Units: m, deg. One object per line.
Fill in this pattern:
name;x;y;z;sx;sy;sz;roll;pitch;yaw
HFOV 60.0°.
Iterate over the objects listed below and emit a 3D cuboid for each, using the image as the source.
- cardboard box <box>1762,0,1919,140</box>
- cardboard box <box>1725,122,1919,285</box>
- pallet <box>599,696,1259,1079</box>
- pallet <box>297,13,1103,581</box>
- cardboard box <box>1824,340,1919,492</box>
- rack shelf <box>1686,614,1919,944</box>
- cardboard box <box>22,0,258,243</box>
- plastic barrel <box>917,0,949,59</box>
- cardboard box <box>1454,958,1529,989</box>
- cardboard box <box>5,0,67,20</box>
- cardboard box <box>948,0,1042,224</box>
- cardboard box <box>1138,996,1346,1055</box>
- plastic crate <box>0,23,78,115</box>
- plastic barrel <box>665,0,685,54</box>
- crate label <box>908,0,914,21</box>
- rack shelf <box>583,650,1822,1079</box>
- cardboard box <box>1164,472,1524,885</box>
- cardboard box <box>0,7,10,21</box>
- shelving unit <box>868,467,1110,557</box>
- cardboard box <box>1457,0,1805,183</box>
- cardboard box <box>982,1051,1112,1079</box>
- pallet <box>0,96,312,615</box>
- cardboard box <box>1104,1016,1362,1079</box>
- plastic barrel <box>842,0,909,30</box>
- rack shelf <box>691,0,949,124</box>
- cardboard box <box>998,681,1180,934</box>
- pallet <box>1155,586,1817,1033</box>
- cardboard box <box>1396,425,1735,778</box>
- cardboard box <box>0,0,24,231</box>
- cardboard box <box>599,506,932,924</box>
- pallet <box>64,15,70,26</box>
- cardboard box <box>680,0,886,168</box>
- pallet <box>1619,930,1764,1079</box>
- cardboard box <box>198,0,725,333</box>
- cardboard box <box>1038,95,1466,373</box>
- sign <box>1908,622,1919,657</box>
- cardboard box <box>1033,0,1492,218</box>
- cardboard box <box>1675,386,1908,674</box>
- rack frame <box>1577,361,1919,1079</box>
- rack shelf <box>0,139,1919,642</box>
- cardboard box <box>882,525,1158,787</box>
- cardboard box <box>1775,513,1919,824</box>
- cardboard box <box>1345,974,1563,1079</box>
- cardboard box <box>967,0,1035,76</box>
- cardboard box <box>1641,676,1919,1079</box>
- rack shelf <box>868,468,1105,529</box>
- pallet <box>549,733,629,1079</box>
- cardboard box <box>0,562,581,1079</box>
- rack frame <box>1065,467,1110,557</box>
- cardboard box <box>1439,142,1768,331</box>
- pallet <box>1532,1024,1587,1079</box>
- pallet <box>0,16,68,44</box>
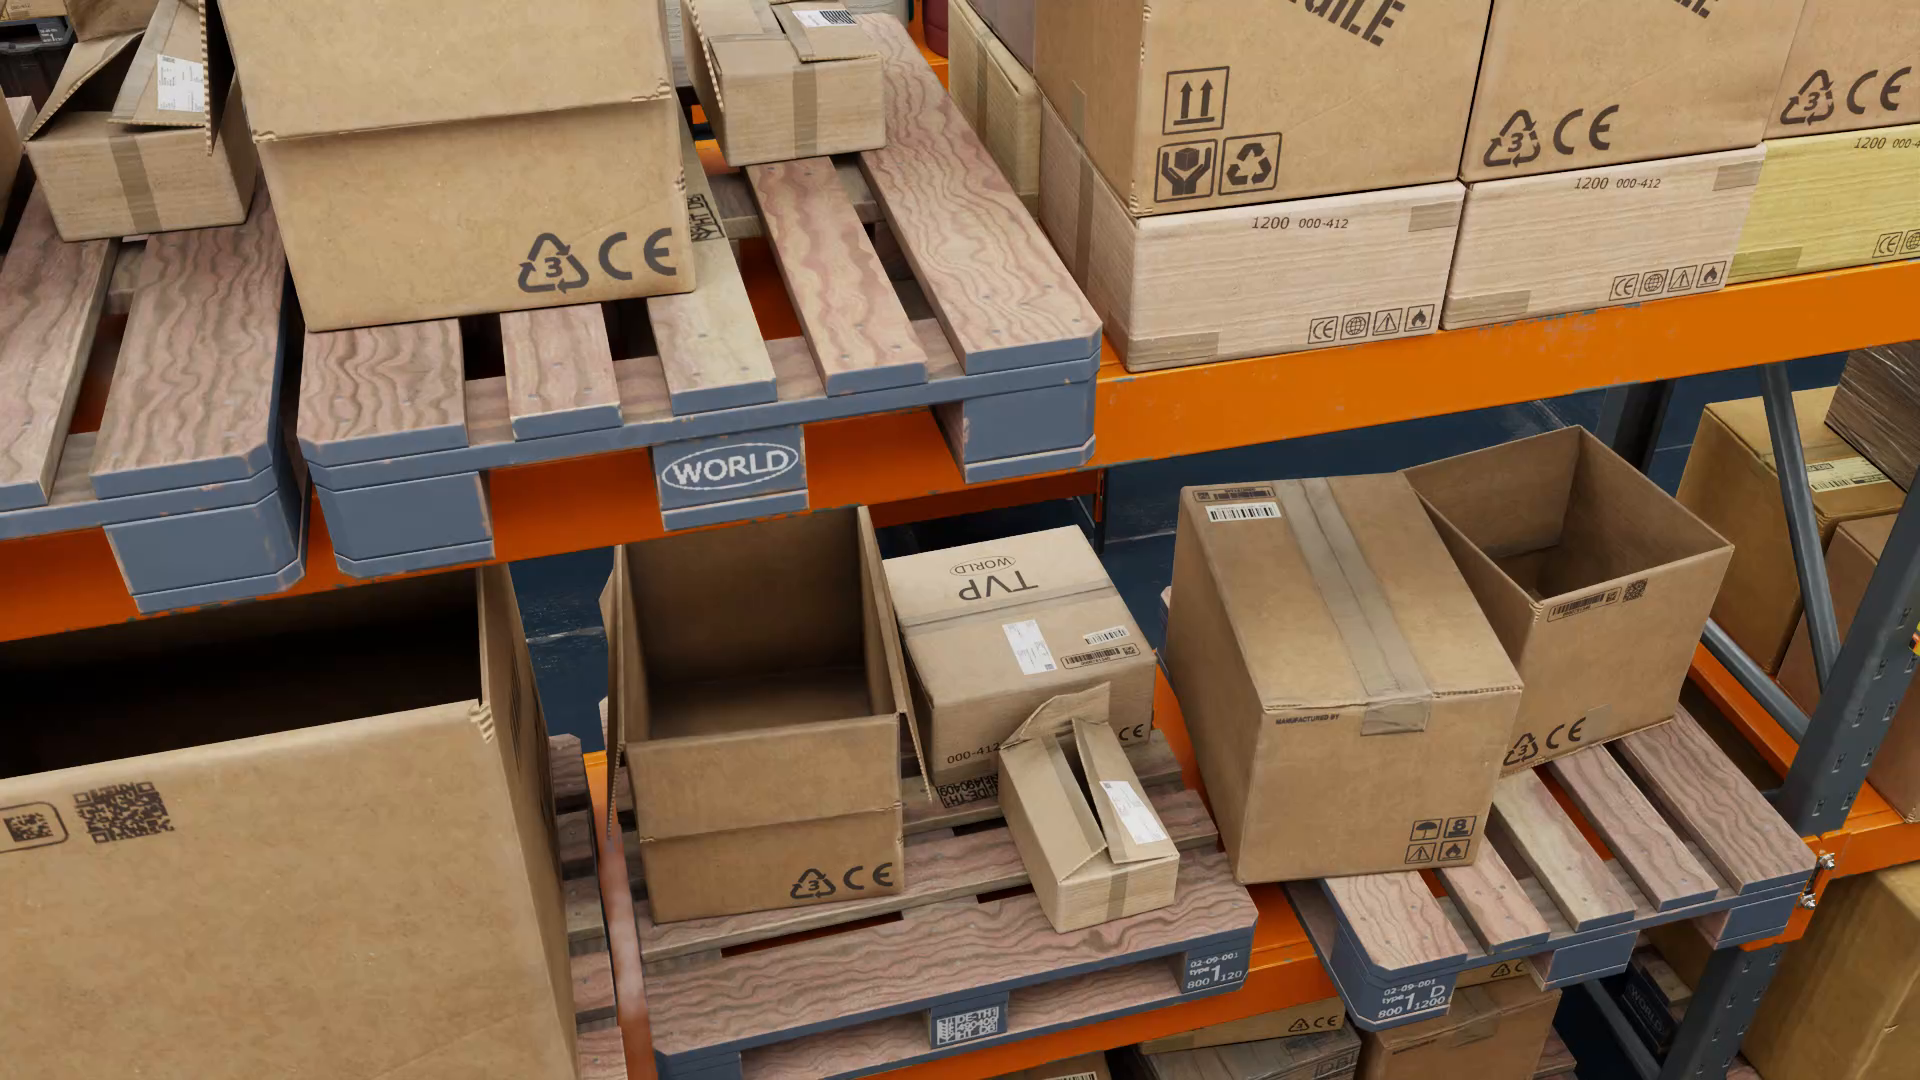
cardboard box;1.393;-0.984;2.604;0.500;0.500;0.500;-8;38;-11
cardboard box;1.394;-0.689;2.836;0.500;0.250;0.500;-9;38;-12
pallet;-0.112;0.638;3.606;1.213;0.211;1.003;-9;38;-12
pallet;-0.449;-0.461;2.569;1.003;0.211;1.213;-9;38;-12
cardboard box;2.499;-0.321;3.792;0.637;0.503;0.797;-8;38;-10
rack shelf;3.720;0.193;4.621;4.000;0.370;1.077;-9;38;-12
cardboard box;-1.191;-0.655;2.434;0.258;0.266;0.396;-8;38;-10
plastic barrel;0.129;-2.484;7.417;0.708;0.536;0.600;-9;38;-12
cardboard box;1.150;0.868;4.225;0.500;0.250;0.500;-8;38;-10
cardboard box;-6.007;-3.666;10.991;0.500;0.250;0.500;-9;38;-12
cardboard box;0.279;-0.815;3.001;0.500;0.250;0.500;-9;38;-11
cardboard box;0.640;0.958;4.107;0.500;0.250;0.500;-5;38;-7
plastic crate;-3.903;-2.015;6.966;0.504;0.338;0.767;-9;38;-12
plastic barrel;-1.257;-2.309;7.188;0.433;0.535;0.433;0;37;0
crate label;-0.532;-2.697;7.777;0.616;0.435;0.502;-9;38;-12
rack shelf;-0.142;0.826;3.793;4.000;0.370;1.077;-9;38;-12
cardboard box;0.765;0.273;3.496;0.500;0.500;0.700;-4;38;-5
cardboard box;-6.489;-3.586;10.886;0.500;0.250;0.500;-9;38;-12
shelving unit;0.007;-0.448;6.410;1.048;1.125;0.538;-9;38;-12
cardboard box;0.901;-0.896;2.490;0.500;0.500;0.500;-9;38;-12
cardboard box;0.070;1.349;4.213;0.500;0.500;0.700;-6;38;-8
pallet;-1.449;-0.295;2.352;1.003;0.211;1.213;-9;38;-12
cardboard box;0.615;1.255;4.336;0.500;0.500;0.700;-12;39;-16
plastic barrel;-0.440;-2.438;7.376;0.421;0.512;0.421;0;37;0
rack shelf;-1.433;-2.079;7.591;4.000;0.370;1.077;-9;38;-12
cardboard box;0.249;0.533;3.349;0.258;0.266;0.396;-10;39;-13
pallet;1.129;0.475;3.818;1.003;0.211;1.213;-9;38;-12
cardboard box;1.278;0.126;3.688;0.500;0.500;0.500;-14;40;-18
cardboard box;-1.593;-0.558;2.111;0.637;0.503;0.797;-11;39;-14
cardboard box;-0.423;0.321;3.431;0.637;0.503;0.797;-6;38;-7
pallet;-5.431;-3.745;11.472;1.213;0.211;1.003;-9;38;-12
cardboard box;-0.289;-0.764;2.657;0.250;0.166;0.380;-10;39;-13
pallet;2.570;1.251;4.941;1.213;0.211;1.003;-9;38;-12
cardboard box;-0.684;-0.708;2.307;0.637;0.503;0.797;-8;38;-10
cardboard box;0.433;-0.524;2.621;0.500;0.250;0.500;-8;38;-11
sign;1.939;0.112;3.247;0.005;0.325;0.100;-9;38;-12
cardboard box;0.419;-0.826;2.399;0.500;0.500;0.500;-9;38;-11
cardboard box;2.201;-0.039;4.250;0.500;0.500;0.500;-8;38;-11
rack frame;1.789;0.224;3.989;0.127;3.000;1.000;-9;38;-12
rack shelf;-0.142;-0.365;2.882;4.000;0.370;1.077;-9;38;-12
cardboard box;0.111;0.247;3.736;0.500;0.250;0.500;-10;39;-13
cardboard box;2.329;0.267;3.850;0.500;0.500;0.500;-8;38;-11
cardboard box;1.147;1.160;4.460;0.500;0.500;0.700;-11;39;-14
cardboard box;0.294;-1.120;2.783;0.500;0.500;0.500;-10;39;-13
cardboard box;2.460;0.804;4.633;0.875;0.875;1.225;-11;39;-14
rack shelf;0.007;-0.254;6.558;1.000;0.278;0.538;-9;38;-12
pallet;-1.297;0.898;3.265;1.213;0.211;1.003;-9;38;-12
cardboard box;-1.269;0.409;2.908;1.000;1.000;1.000;-9;38;-12
rack frame;0.497;-0.528;6.515;0.032;1.125;0.500;-9;38;-12
cardboard box;0.918;-0.602;2.723;0.500;0.250;0.500;-9;38;-12
pallet;1.034;1.454;4.675;1.213;0.211;1.003;-9;38;-12
pallet;-6.611;-3.549;11.216;1.213;0.211;1.003;-9;38;-12
